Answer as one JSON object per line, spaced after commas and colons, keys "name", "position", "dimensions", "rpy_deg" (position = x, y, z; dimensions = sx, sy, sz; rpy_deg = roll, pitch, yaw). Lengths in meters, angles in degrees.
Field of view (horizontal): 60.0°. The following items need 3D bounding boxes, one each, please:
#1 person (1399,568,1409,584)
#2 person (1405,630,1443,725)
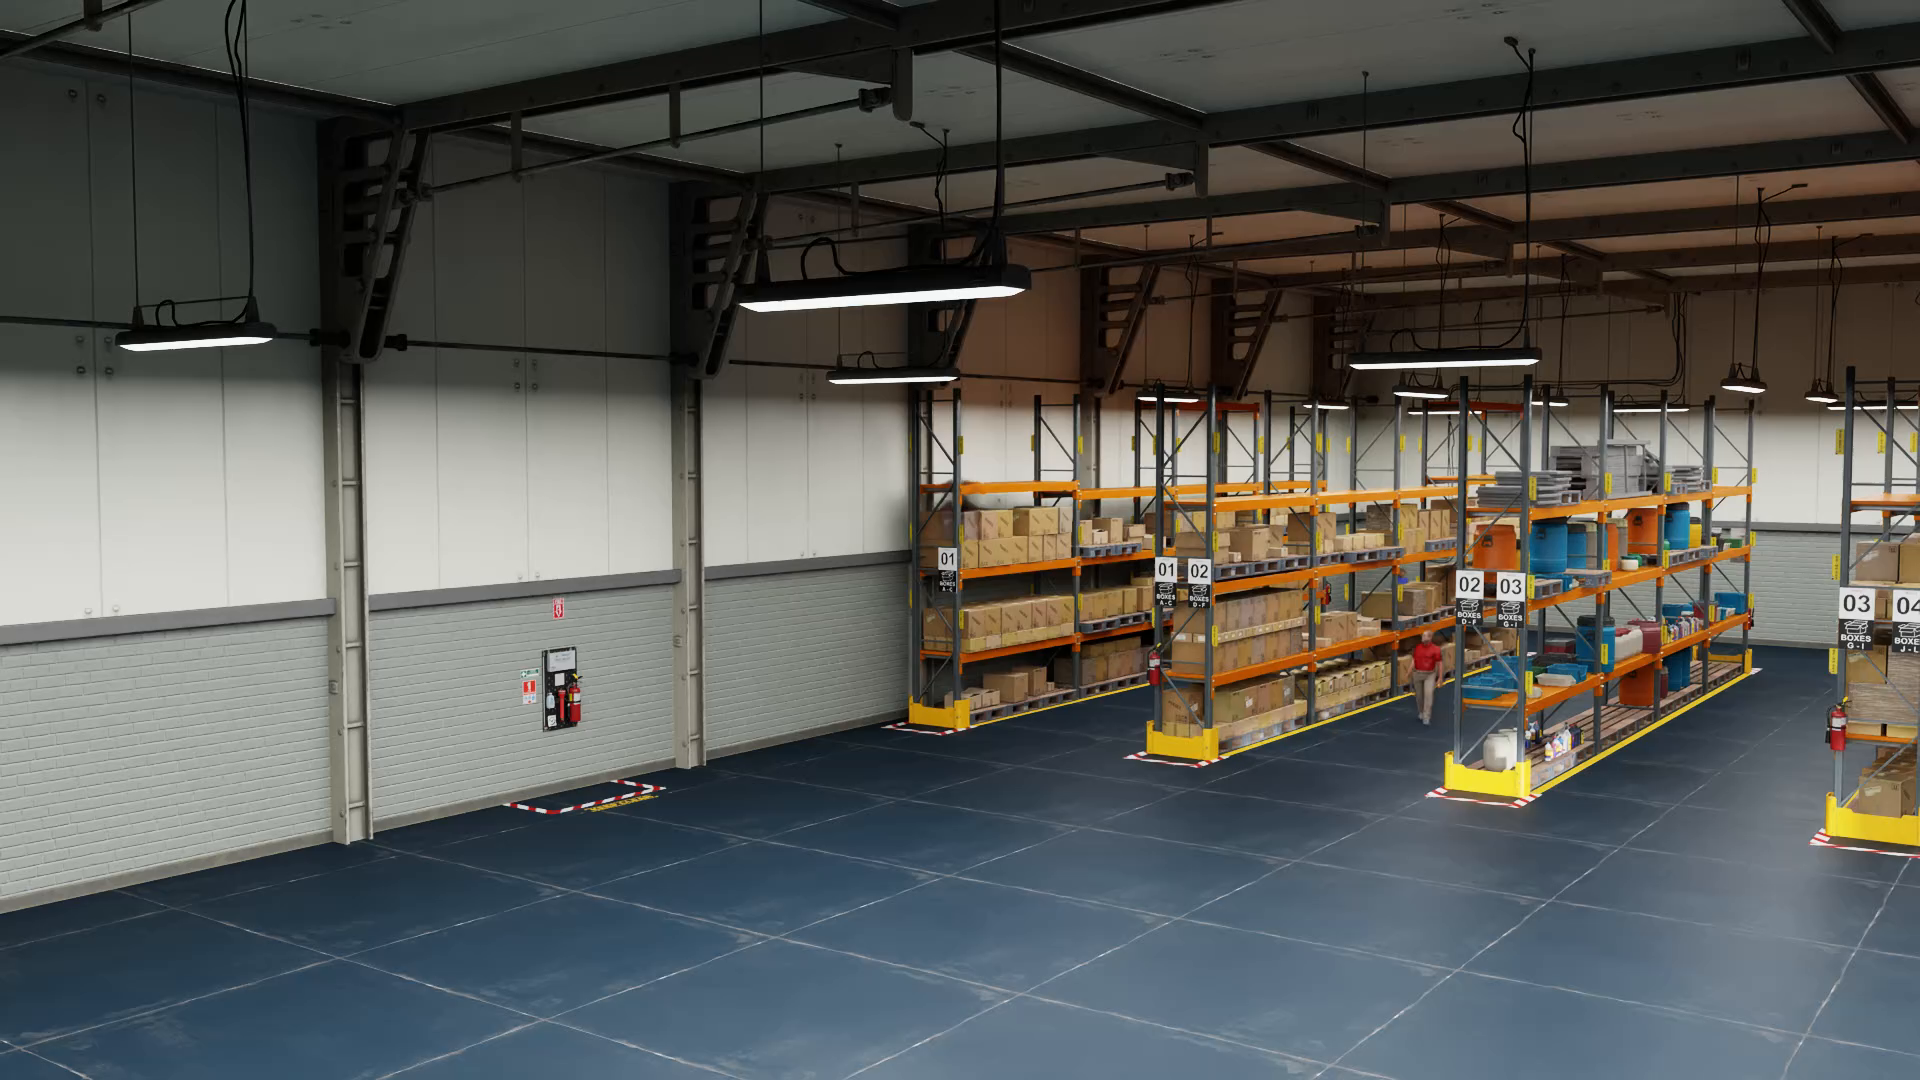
{"name": "person", "position": [12.024, 1.624, 45.351], "dimensions": [0.513, 1.714, 0.413], "rpy_deg": [0, 3, 5]}
{"name": "person", "position": [8.335, 2.459, 29.856], "dimensions": [0.651, 1.676, 1.019], "rpy_deg": [1, 4, 24]}
